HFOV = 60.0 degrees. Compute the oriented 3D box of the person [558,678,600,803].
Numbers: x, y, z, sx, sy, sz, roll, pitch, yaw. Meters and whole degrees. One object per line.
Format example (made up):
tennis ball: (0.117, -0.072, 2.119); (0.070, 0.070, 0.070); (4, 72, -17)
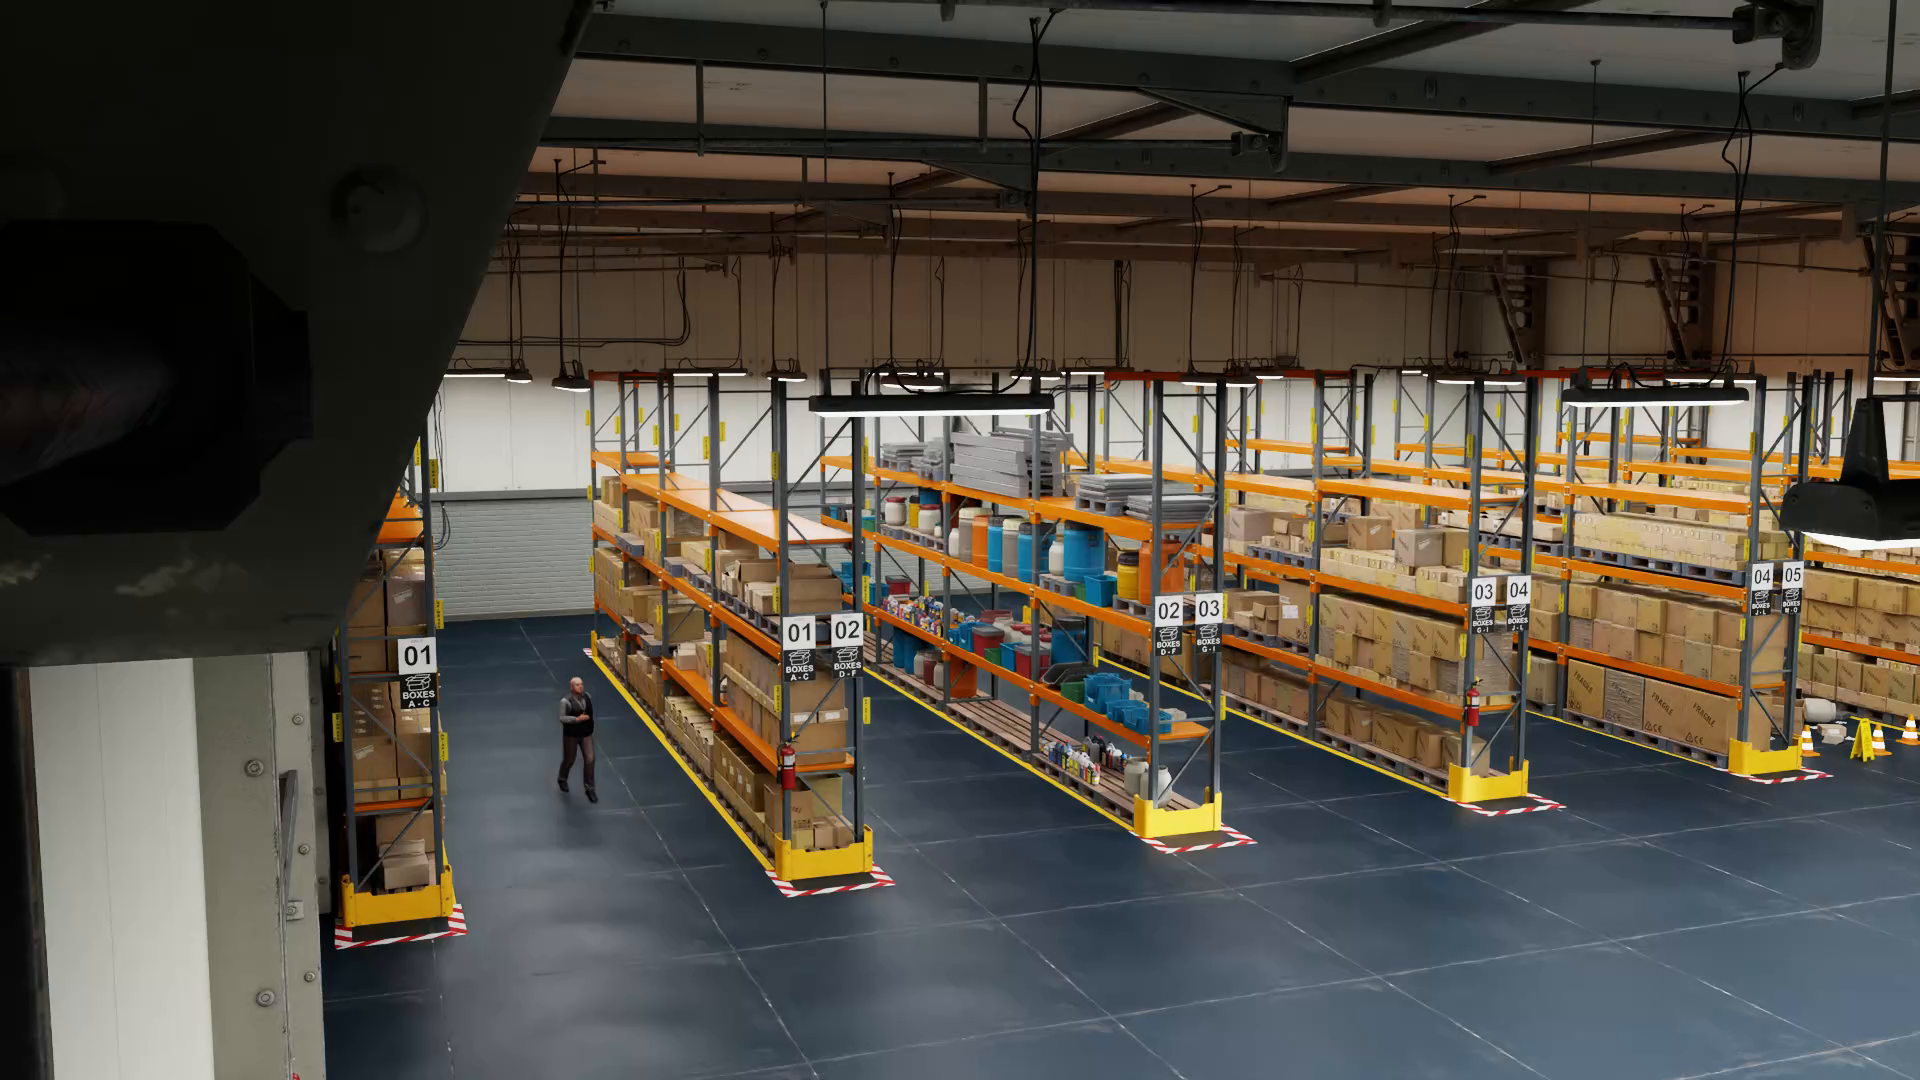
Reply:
person: (-5.430, 2.810, 23.657); (0.645, 1.729, 0.951); (-5, 8, -40)
